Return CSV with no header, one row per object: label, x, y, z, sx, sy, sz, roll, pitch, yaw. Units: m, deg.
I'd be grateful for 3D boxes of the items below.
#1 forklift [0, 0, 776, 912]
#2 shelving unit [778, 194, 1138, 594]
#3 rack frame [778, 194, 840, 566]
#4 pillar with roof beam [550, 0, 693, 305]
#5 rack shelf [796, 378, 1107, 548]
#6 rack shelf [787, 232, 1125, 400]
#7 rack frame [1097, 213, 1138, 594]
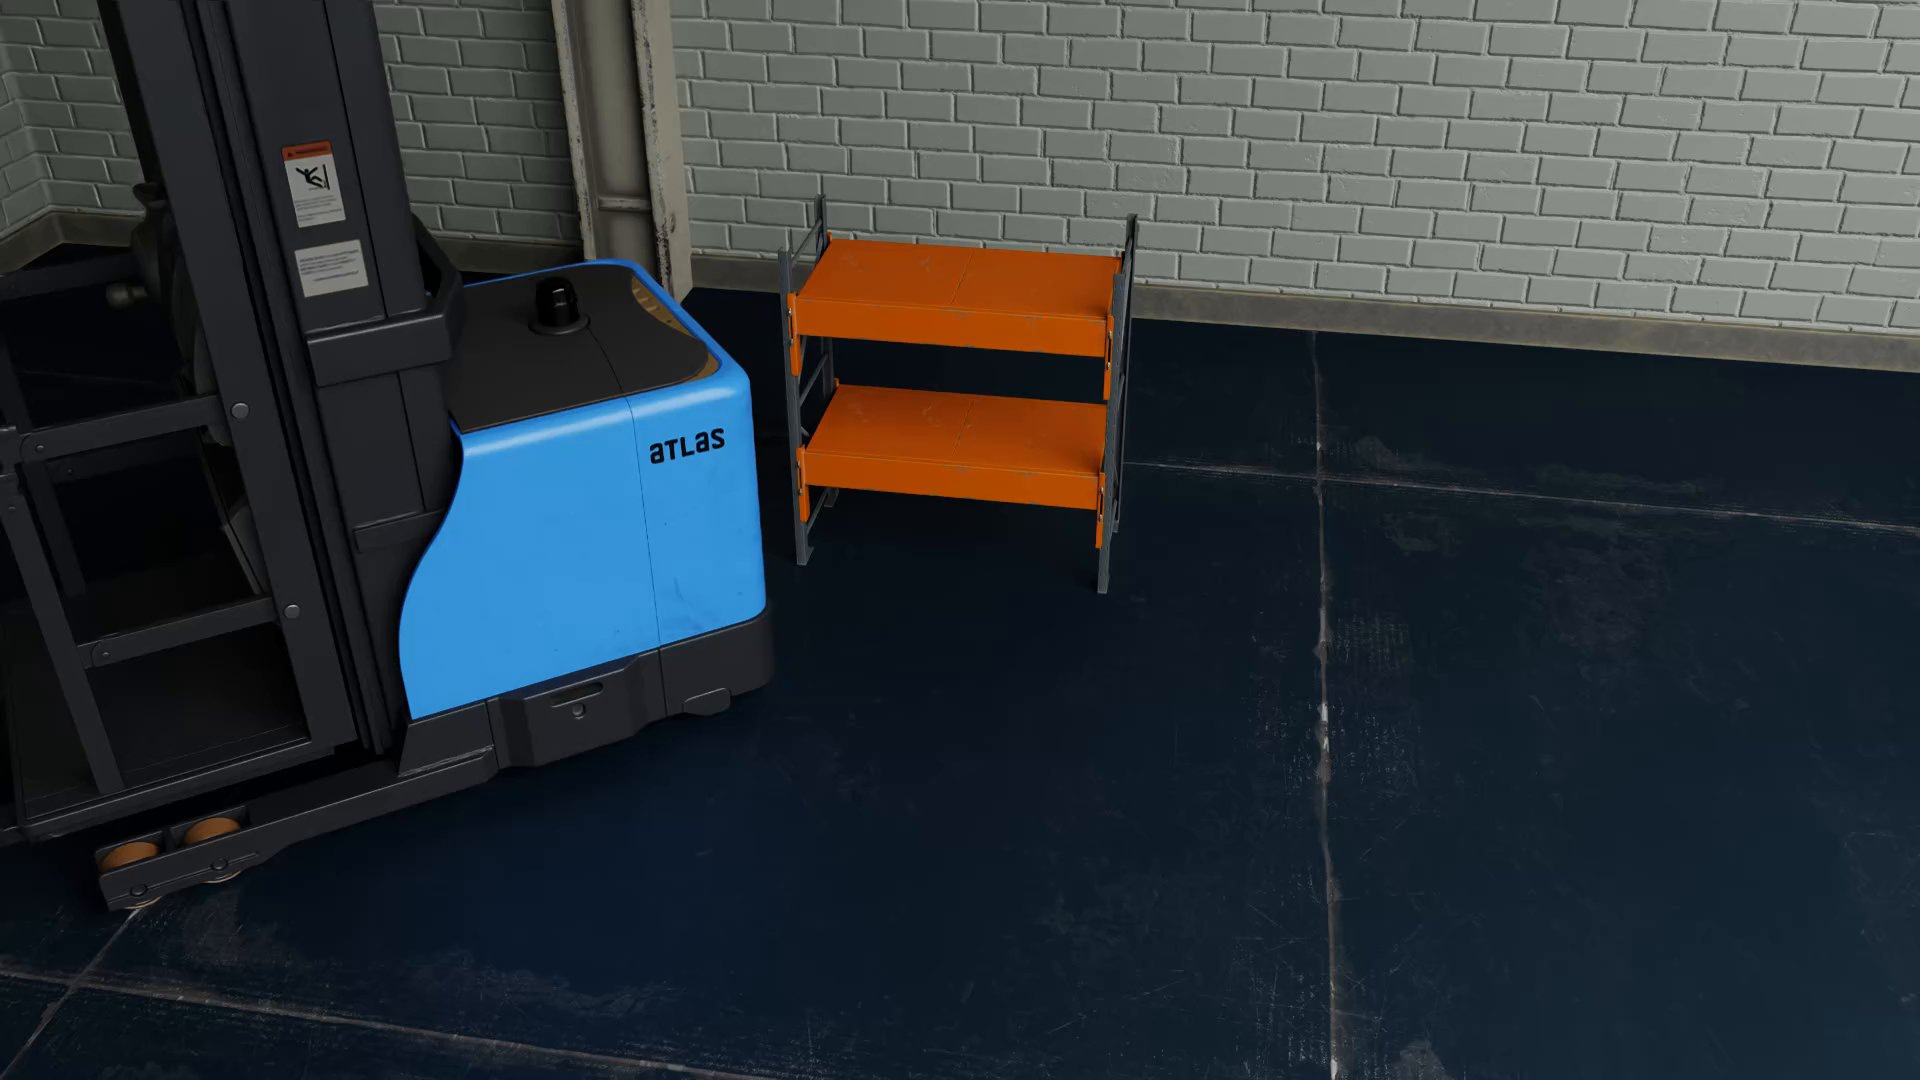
forklift,-2.094,-0.623,3.983,3.031,2.935,1.130,-16,36,-24
shelving unit,0.007,-0.476,5.451,1.048,1.125,0.538,5,32,8
rack frame,-0.494,-0.522,5.523,0.032,1.125,0.500,5,32,8
pillar with roof beam,-2.161,-2.675,1.543,0.400,9.000,9.100,5,32,8
rack shelf,0.007,-0.269,5.580,1.000,0.278,0.538,5,32,8
rack shelf,0.007,-0.724,5.295,1.000,0.278,0.538,5,32,8
rack frame,0.508,-0.431,5.378,0.032,1.125,0.500,5,32,8
